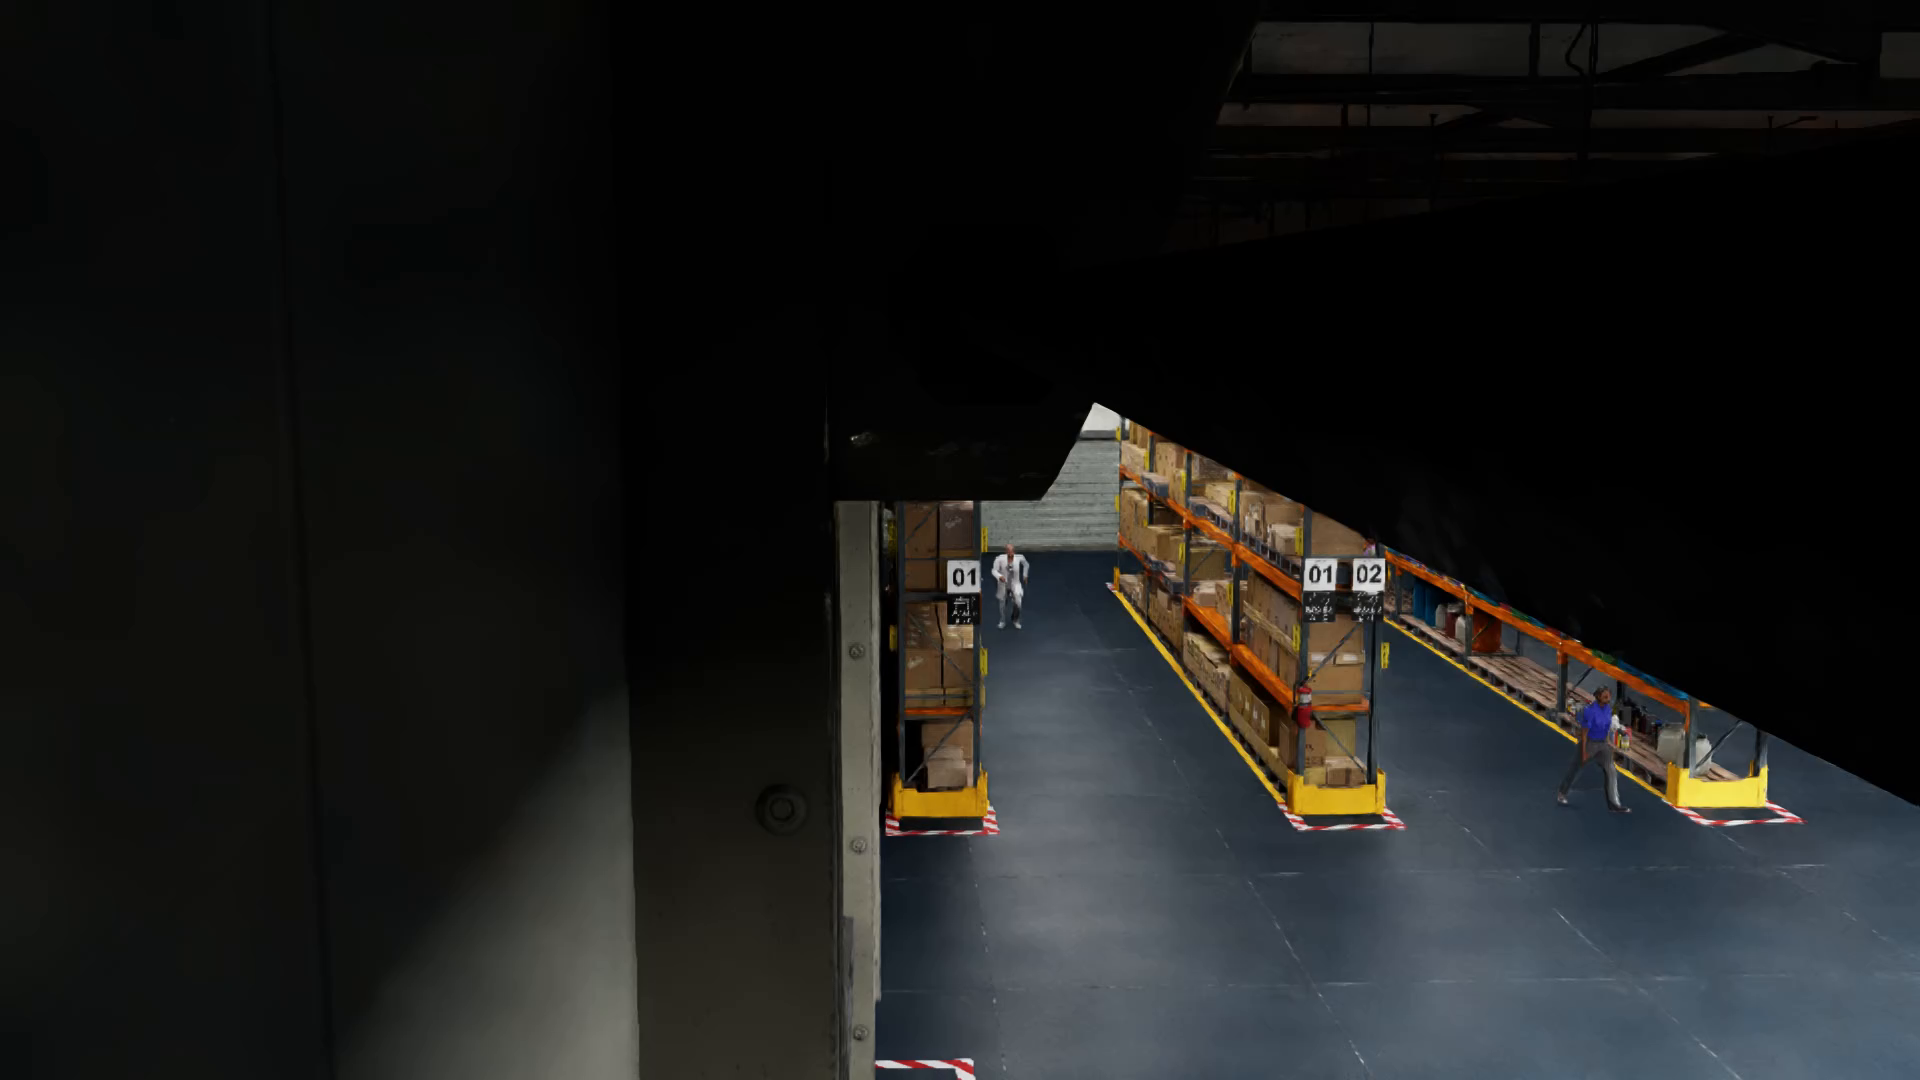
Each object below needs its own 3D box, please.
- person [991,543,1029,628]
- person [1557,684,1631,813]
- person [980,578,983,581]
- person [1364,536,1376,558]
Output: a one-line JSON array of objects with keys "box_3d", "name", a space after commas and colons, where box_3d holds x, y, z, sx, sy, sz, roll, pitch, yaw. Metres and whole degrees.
[{"box_3d": [0.962, 0.890, 32.028, 0.712, 1.705, 0.884, 0, 8, 2], "name": "person"}, {"box_3d": [7.910, 2.570, 20.746, 0.495, 1.605, 0.940, -4, 9, -25], "name": "person"}, {"box_3d": [0.081, 0.071, 37.587, 0.679, 1.713, 0.830, -3, 9, -21], "name": "person"}, {"box_3d": [8.361, 0.668, 33.887, 0.362, 1.584, 0.531, 0, 8, 3], "name": "person"}]
